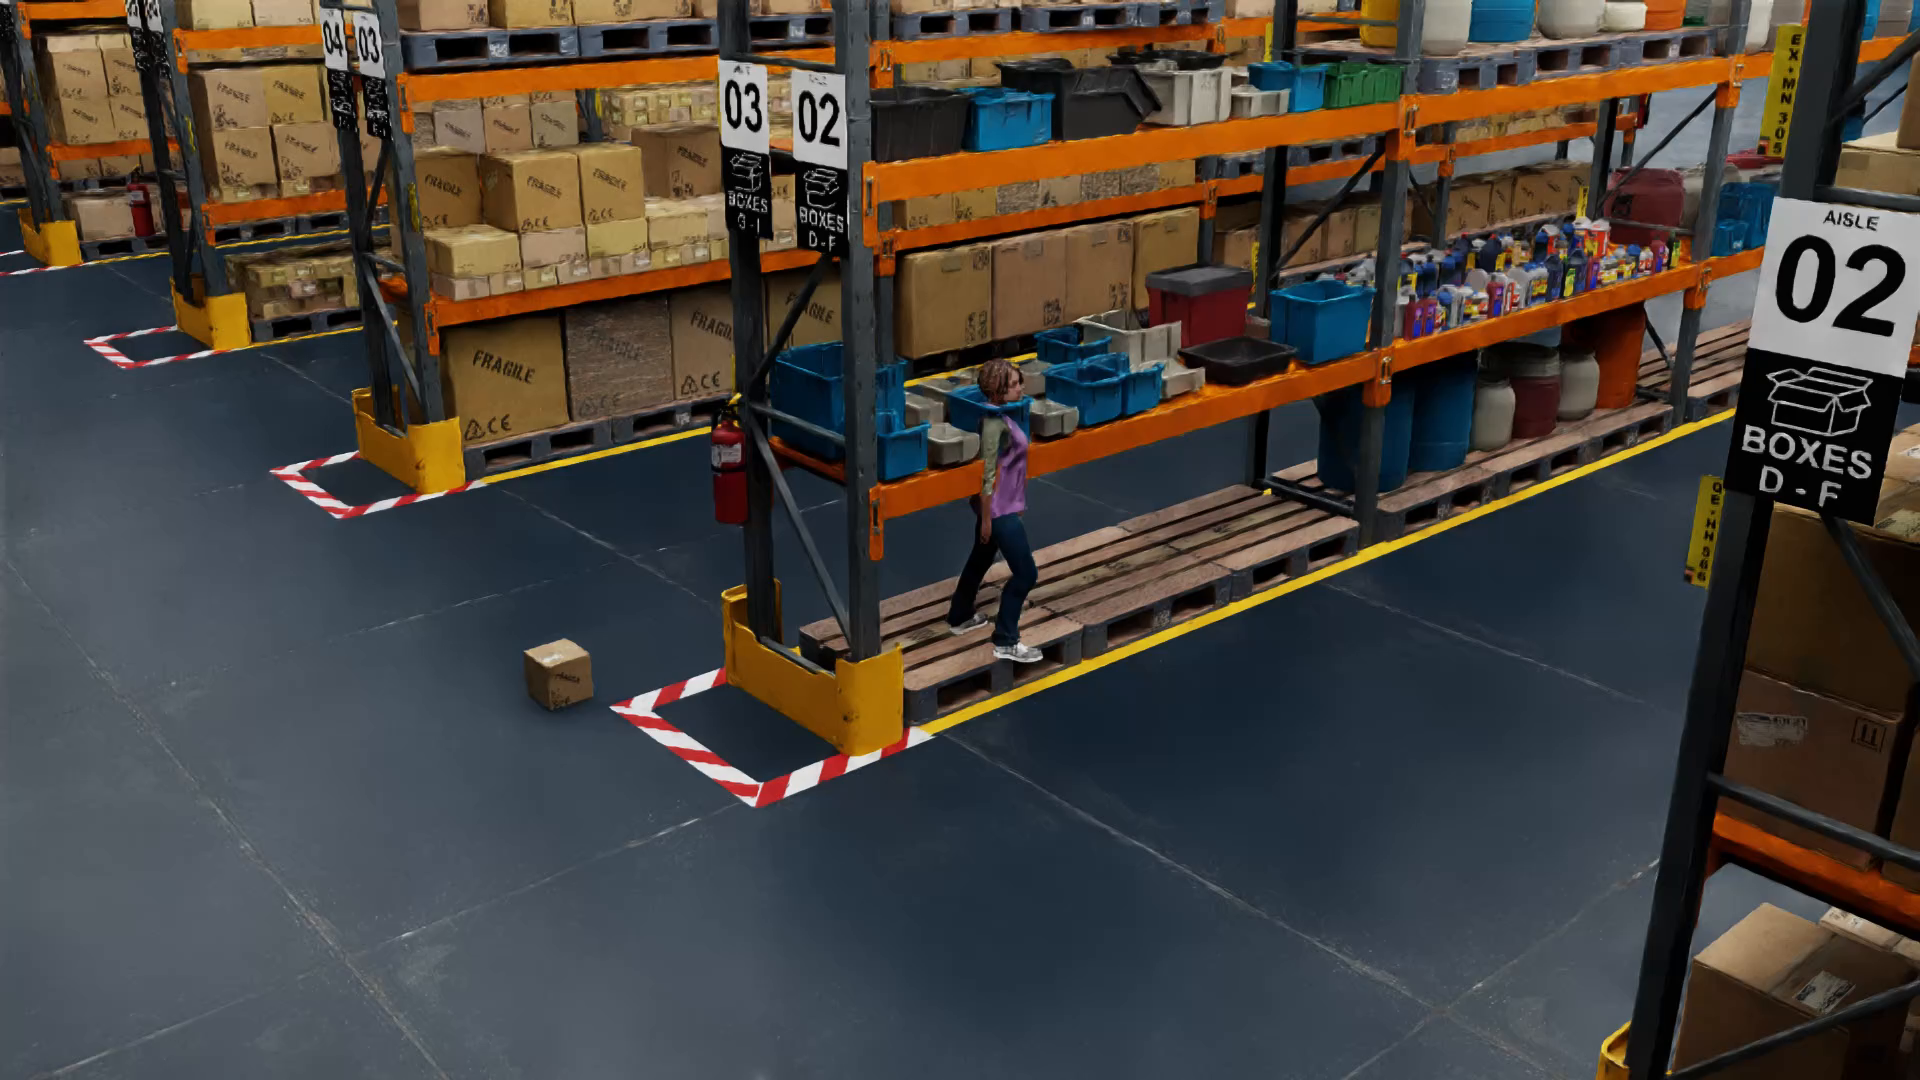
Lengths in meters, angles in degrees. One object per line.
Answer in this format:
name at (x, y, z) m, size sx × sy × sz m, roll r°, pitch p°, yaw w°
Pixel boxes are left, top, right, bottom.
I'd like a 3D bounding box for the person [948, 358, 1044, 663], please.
person at (0.188, -0.185, 8.553) m, size 0.514 × 1.576 × 0.575 m, roll 1°, pitch 21°, yaw 2°
